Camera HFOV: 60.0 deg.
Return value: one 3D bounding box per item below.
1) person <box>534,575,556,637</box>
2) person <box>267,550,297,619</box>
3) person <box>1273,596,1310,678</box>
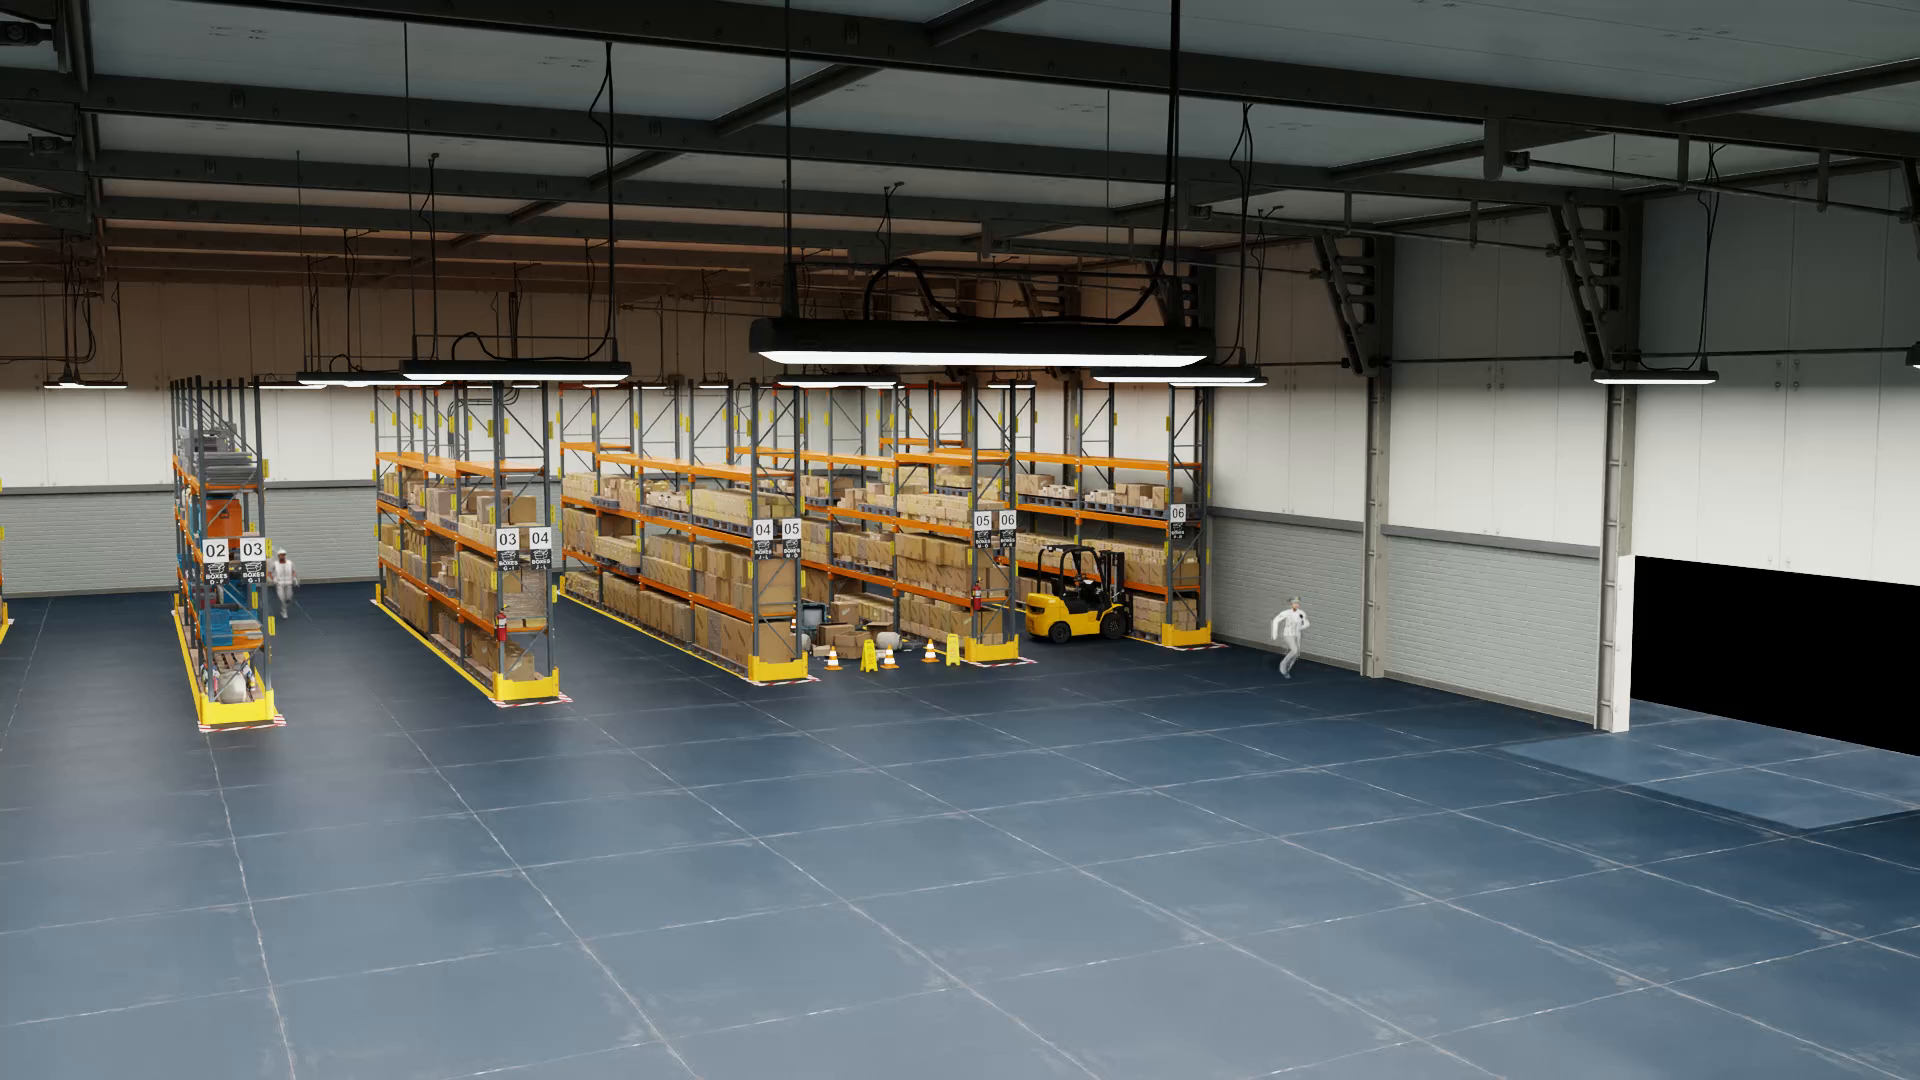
[{"bbox_3d":[-9.737,1.388,38.796,0.725,1.765,0.925,-3,6,-29],"label":"person"},{"bbox_3d":[-17.198,1.112,42.209,0.683,1.740,0.616,-3,6,-34],"label":"person"},{"bbox_3d":[6.671,1.948,33.343,0.687,1.654,0.572,-2,6,-23],"label":"person"}]
